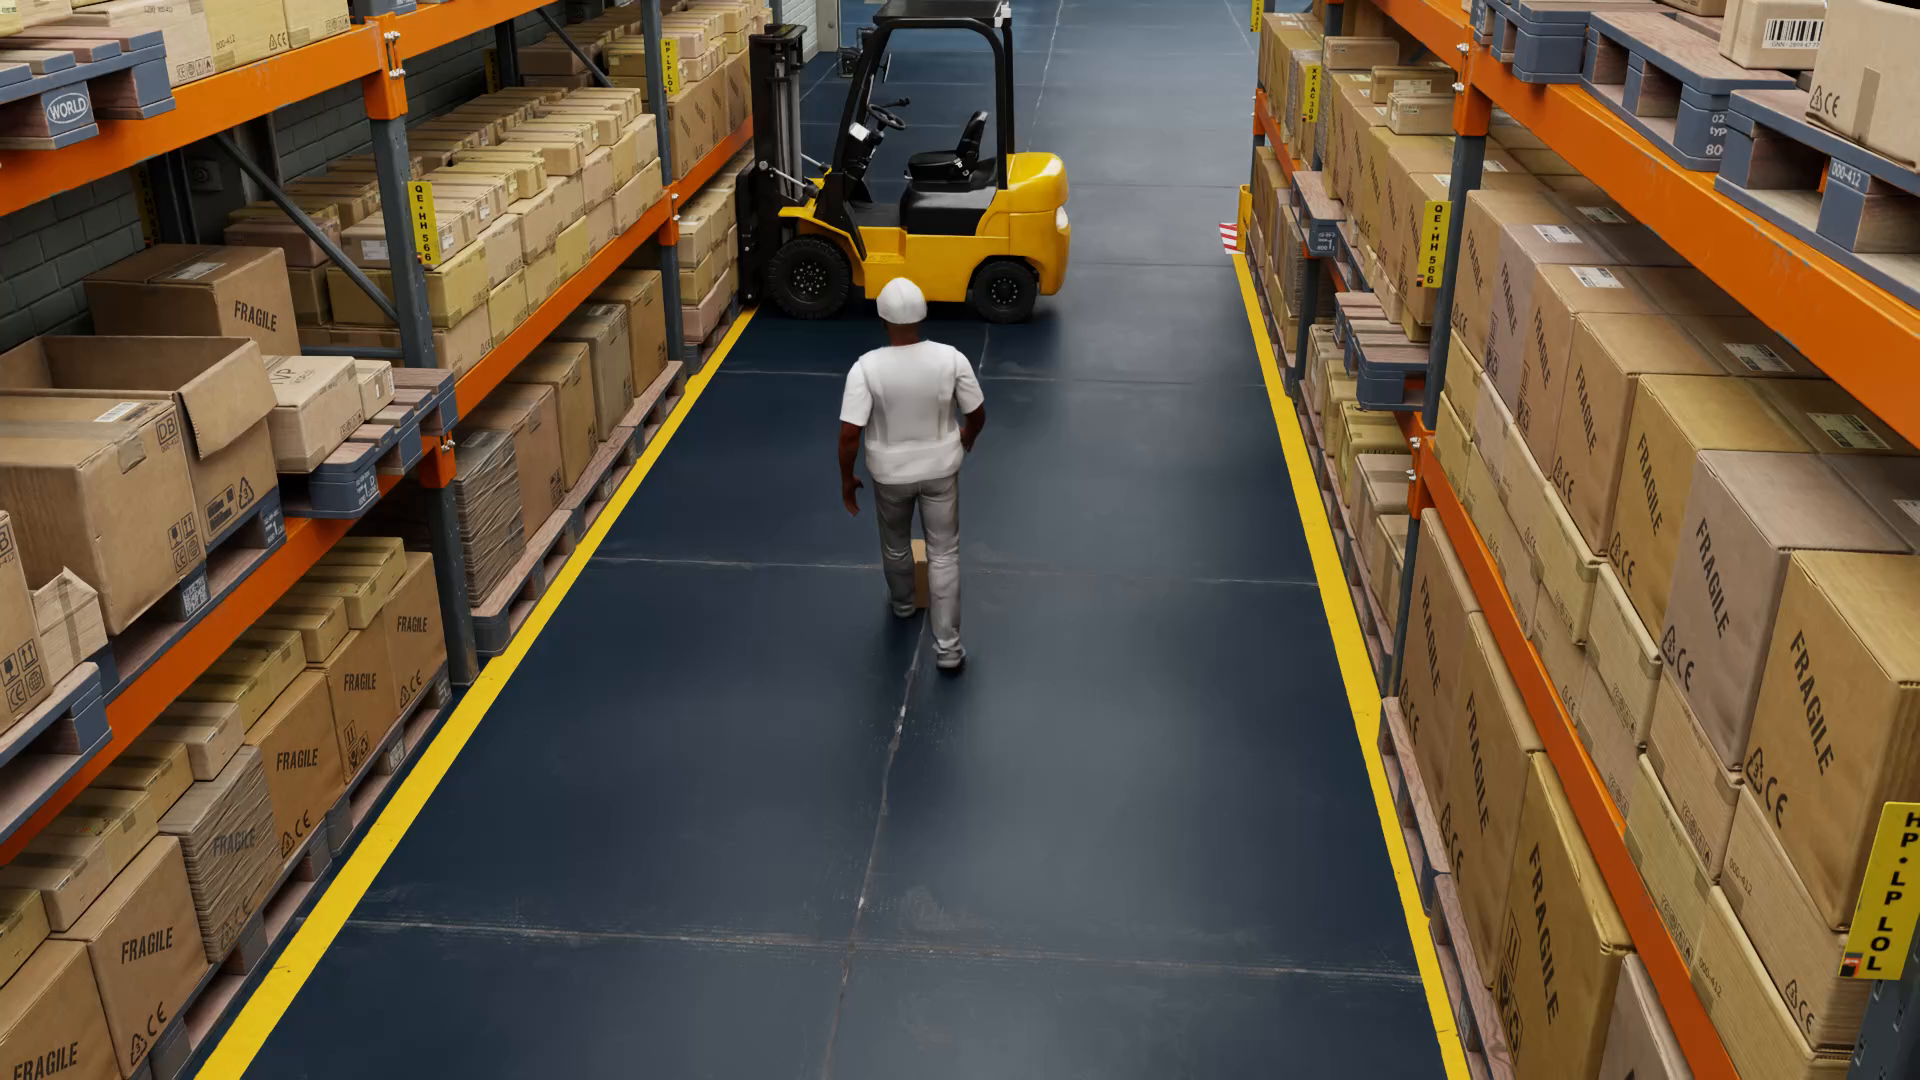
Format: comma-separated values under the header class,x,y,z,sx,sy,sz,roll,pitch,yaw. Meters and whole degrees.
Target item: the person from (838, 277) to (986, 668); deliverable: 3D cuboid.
class,x,y,z,sx,sy,sz,roll,pitch,yaw
person,-0.208,-0.353,7.375,0.635,1.741,0.911,-1,24,-1
